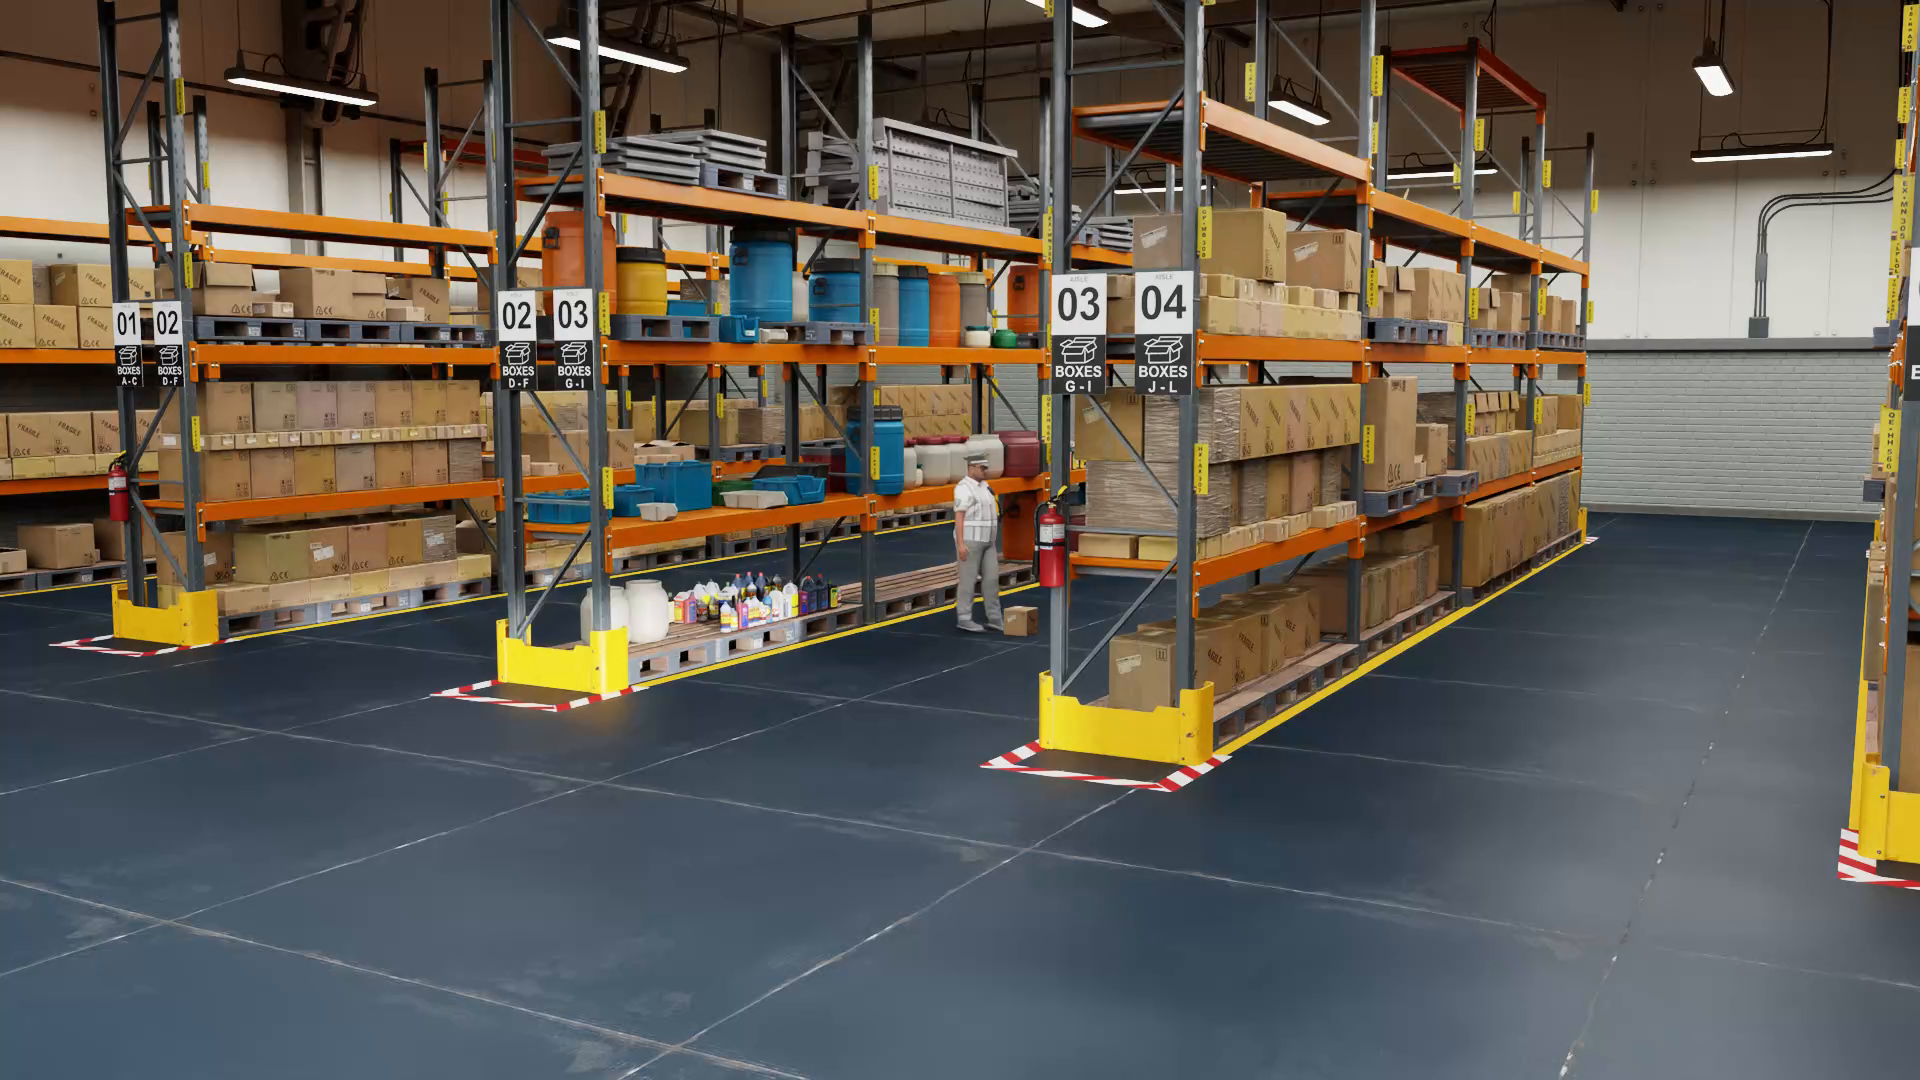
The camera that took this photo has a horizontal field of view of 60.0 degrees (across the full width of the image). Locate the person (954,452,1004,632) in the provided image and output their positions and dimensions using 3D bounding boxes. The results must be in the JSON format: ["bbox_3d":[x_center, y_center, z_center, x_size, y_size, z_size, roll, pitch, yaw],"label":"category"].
[{"bbox_3d":[0.200,0.018,16.383,0.473,1.761,0.544,3,7,29],"label":"person"}]
